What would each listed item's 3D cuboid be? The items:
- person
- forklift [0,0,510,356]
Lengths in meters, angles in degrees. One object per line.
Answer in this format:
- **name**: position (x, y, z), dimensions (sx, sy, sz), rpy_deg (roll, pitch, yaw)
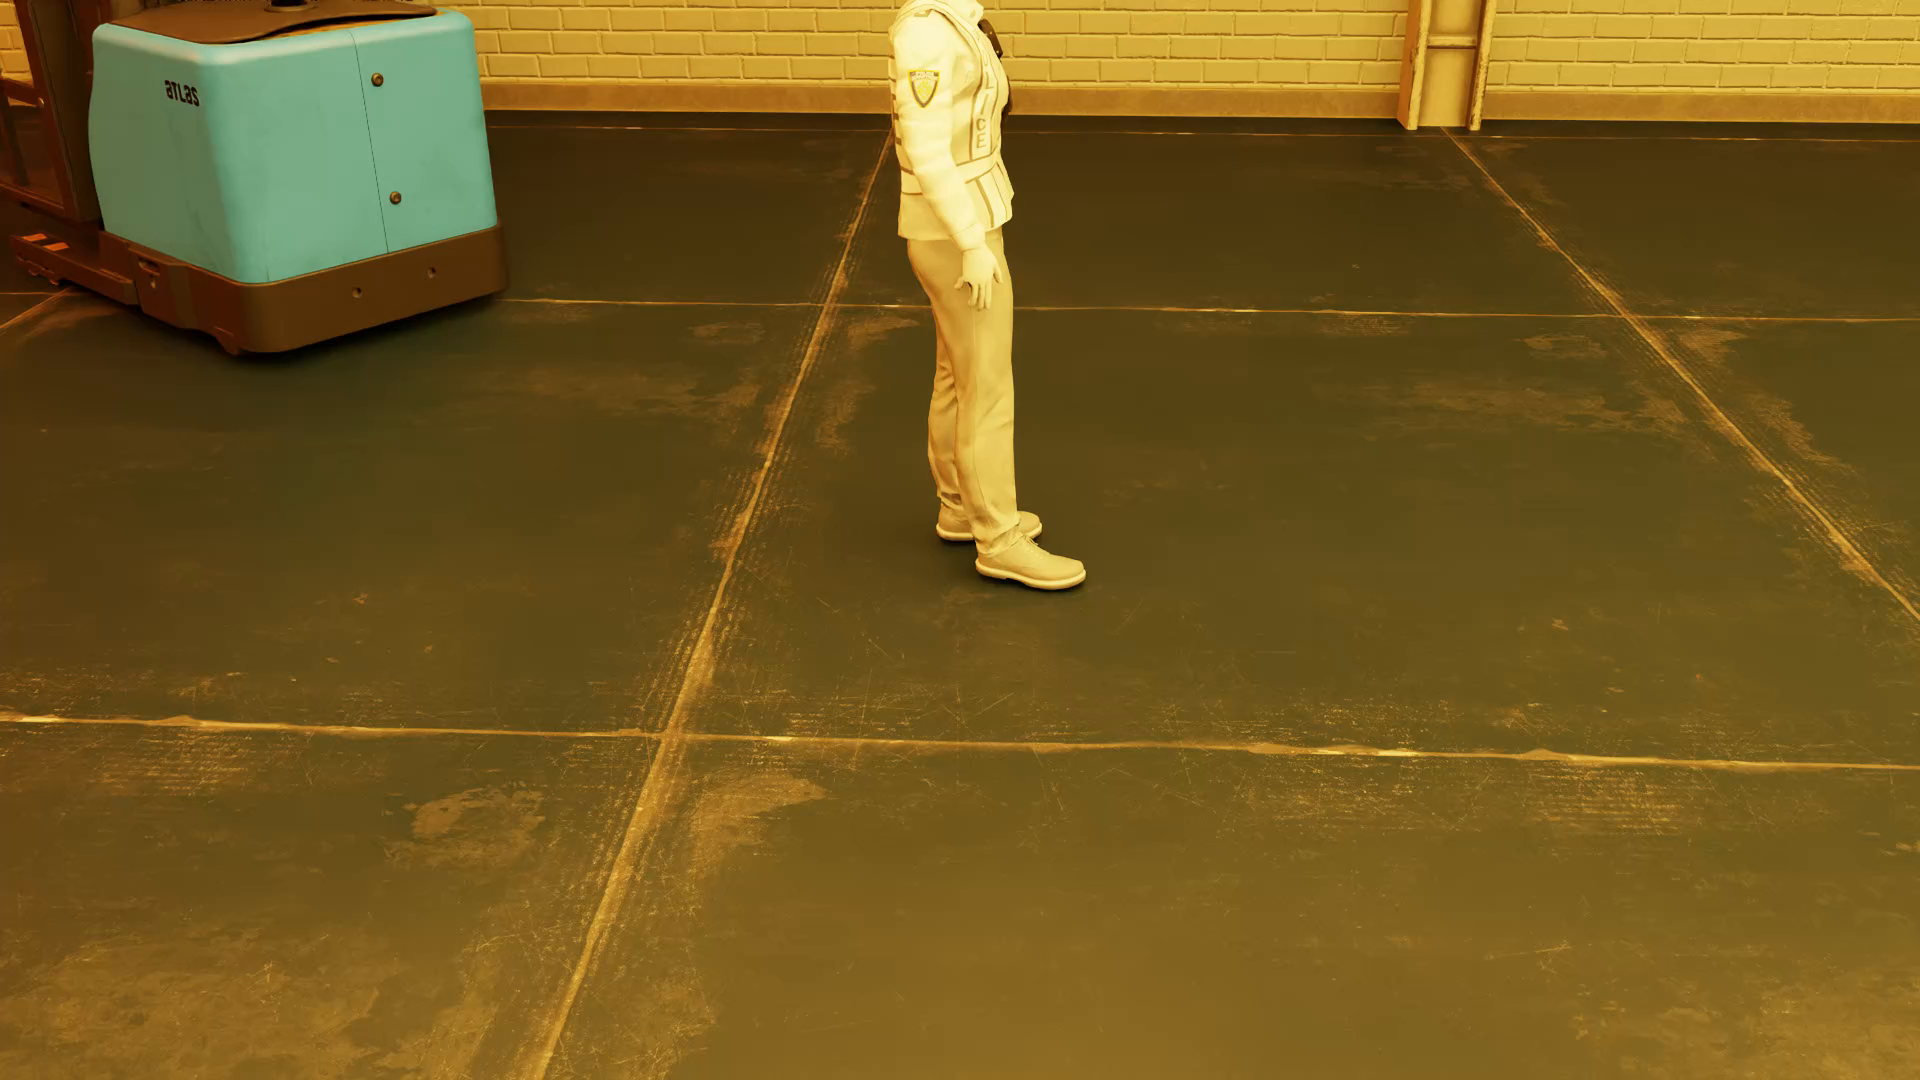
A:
- **person**: position (0.068, -0.762, 4.134), dimensions (0.532, 1.694, 0.586), rpy_deg (1, 26, 2)
- **forklift**: position (-3.161, -2.475, 6.226), dimensions (3.031, 2.935, 1.130), rpy_deg (21, 33, 35)
